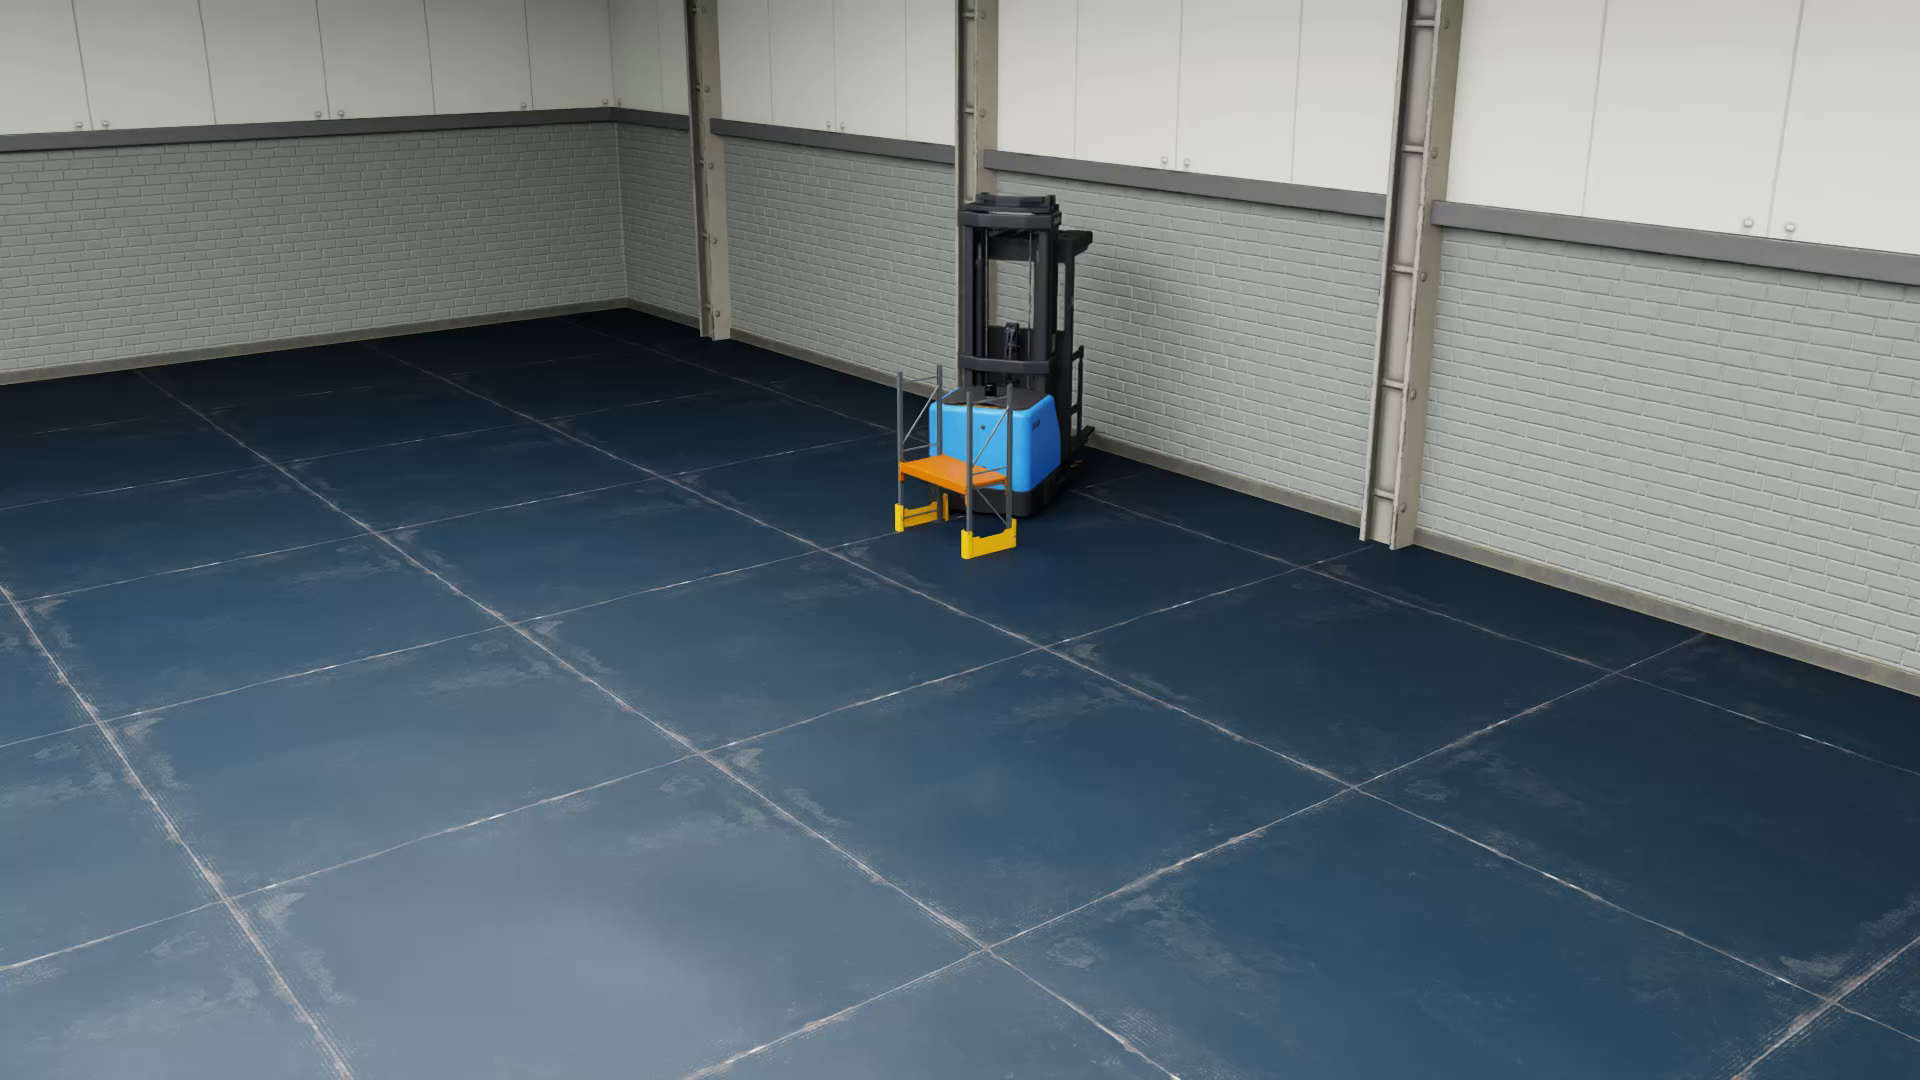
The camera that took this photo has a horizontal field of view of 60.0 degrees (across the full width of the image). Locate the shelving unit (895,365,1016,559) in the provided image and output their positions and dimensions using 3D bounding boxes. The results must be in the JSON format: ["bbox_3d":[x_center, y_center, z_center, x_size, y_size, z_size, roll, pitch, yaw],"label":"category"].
[{"bbox_3d":[-0.047,-0.731,15.071,0.587,1.500,1.083,-14,23,-36],"label":"shelving unit"}]

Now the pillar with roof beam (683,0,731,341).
[{"bbox_3d":[-6.917,-6.378,20.195,9.100,9.000,0.400,-14,23,-36],"label":"pillar with roof beam"}]

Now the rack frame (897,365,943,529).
[{"bbox_3d":[-0.369,-0.858,15.456,0.500,1.500,0.032,-14,23,-36],"label":"rack frame"}]

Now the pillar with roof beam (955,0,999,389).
[{"bbox_3d":[-3.192,-4.899,15.730,9.100,9.000,0.400,-14,23,-36],"label":"pillar with roof beam"}]

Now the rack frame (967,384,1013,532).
[{"bbox_3d":[0.263,-0.608,14.699,0.500,1.500,0.032,-14,23,-36],"label":"rack frame"}]

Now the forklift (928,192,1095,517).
[{"bbox_3d":[0.673,-2.038,16.742,1.130,2.935,3.031,7,19,19],"label":"forklift"}]

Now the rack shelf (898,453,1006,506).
[{"bbox_3d":[-0.053,-0.562,15.134,0.538,0.185,1.000,-14,23,-36],"label":"rack shelf"}]

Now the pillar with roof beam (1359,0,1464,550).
[{"bbox_3d":[0.533,-3.421,11.265,9.100,9.000,0.400,-14,23,-36],"label":"pillar with roof beam"}]

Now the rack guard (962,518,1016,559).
[{"bbox_3d":[0.262,-0.015,14.897,0.587,0.250,0.087,-14,23,-36],"label":"rack guard"}]

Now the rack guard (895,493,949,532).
[{"bbox_3d":[-0.357,-0.260,15.638,0.587,0.250,0.087,-14,23,-36],"label":"rack guard"}]
